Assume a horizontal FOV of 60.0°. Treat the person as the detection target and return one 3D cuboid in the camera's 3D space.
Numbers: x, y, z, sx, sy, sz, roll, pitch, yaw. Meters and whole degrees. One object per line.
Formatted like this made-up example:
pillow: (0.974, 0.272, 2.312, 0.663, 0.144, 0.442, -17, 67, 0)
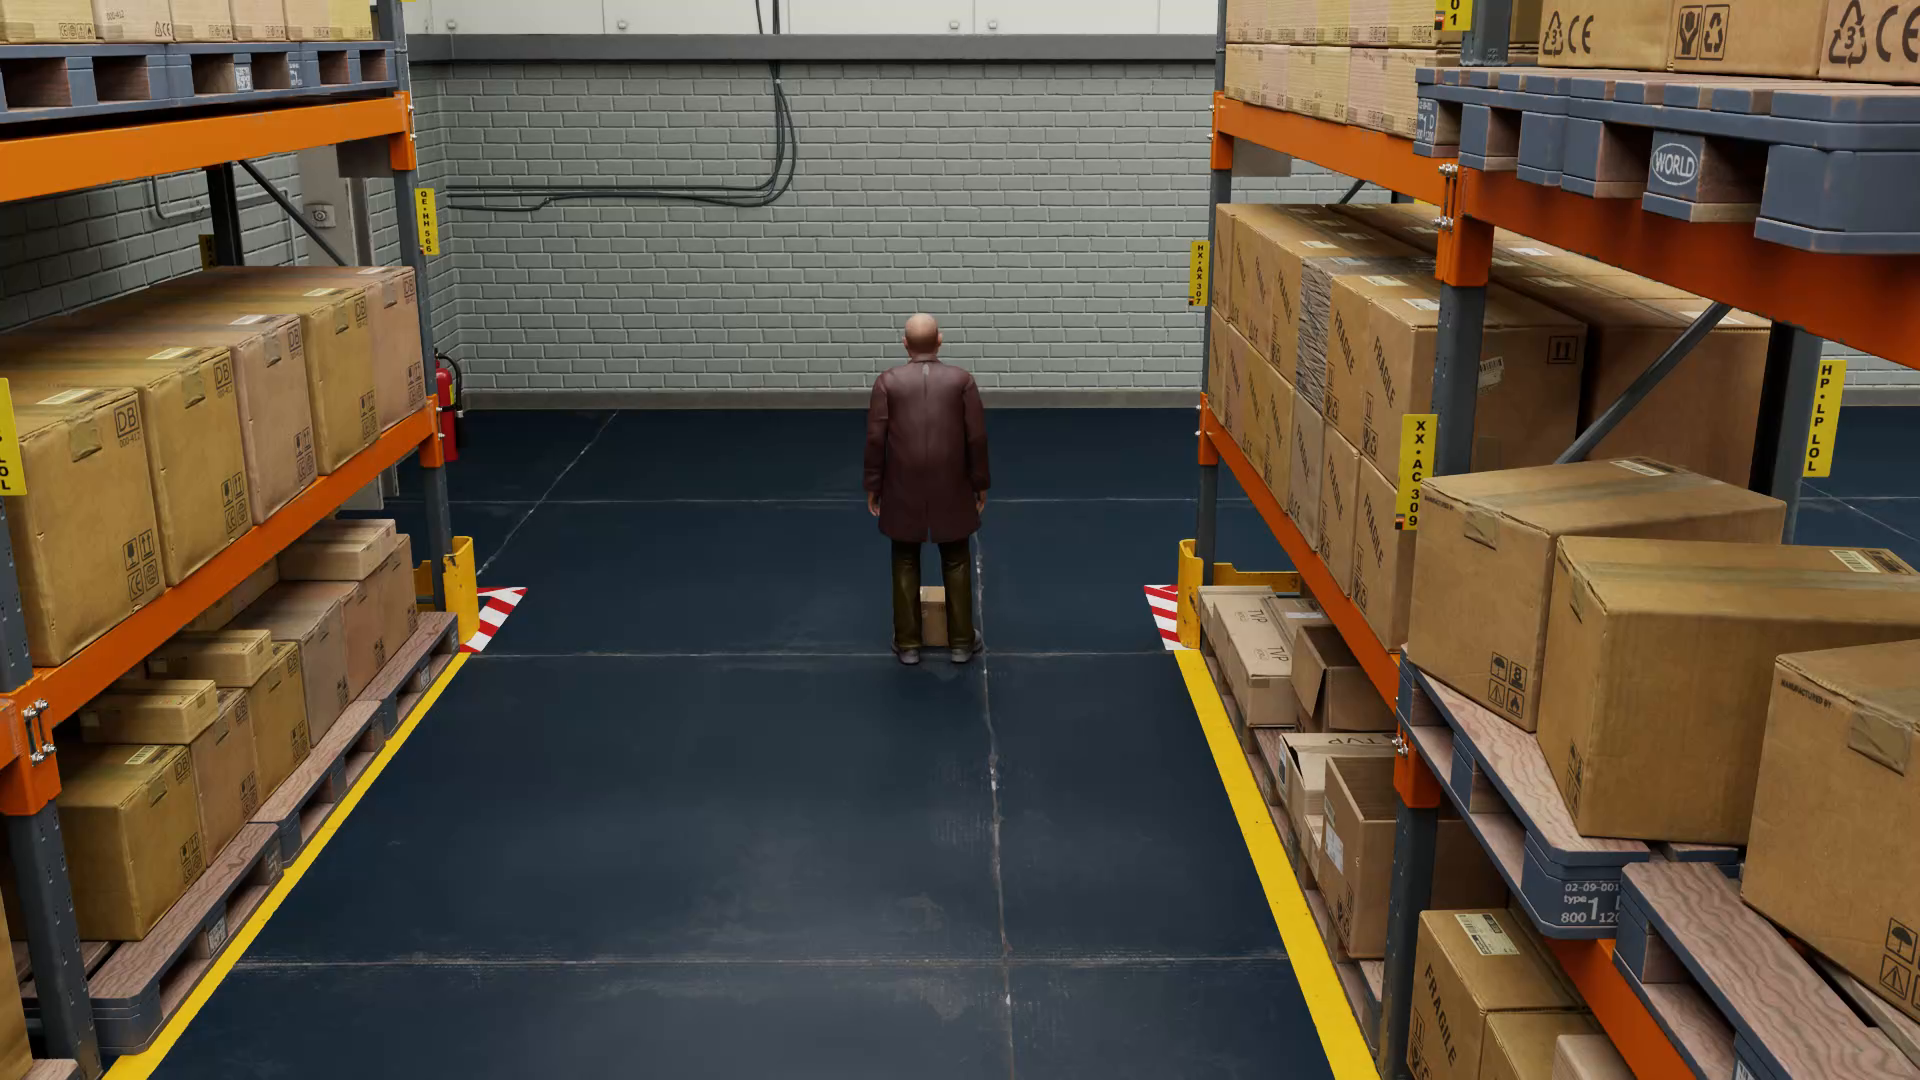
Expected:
person: (-0.167, -0.253, 8.405, 0.651, 1.773, 0.417, -1, 17, -2)
